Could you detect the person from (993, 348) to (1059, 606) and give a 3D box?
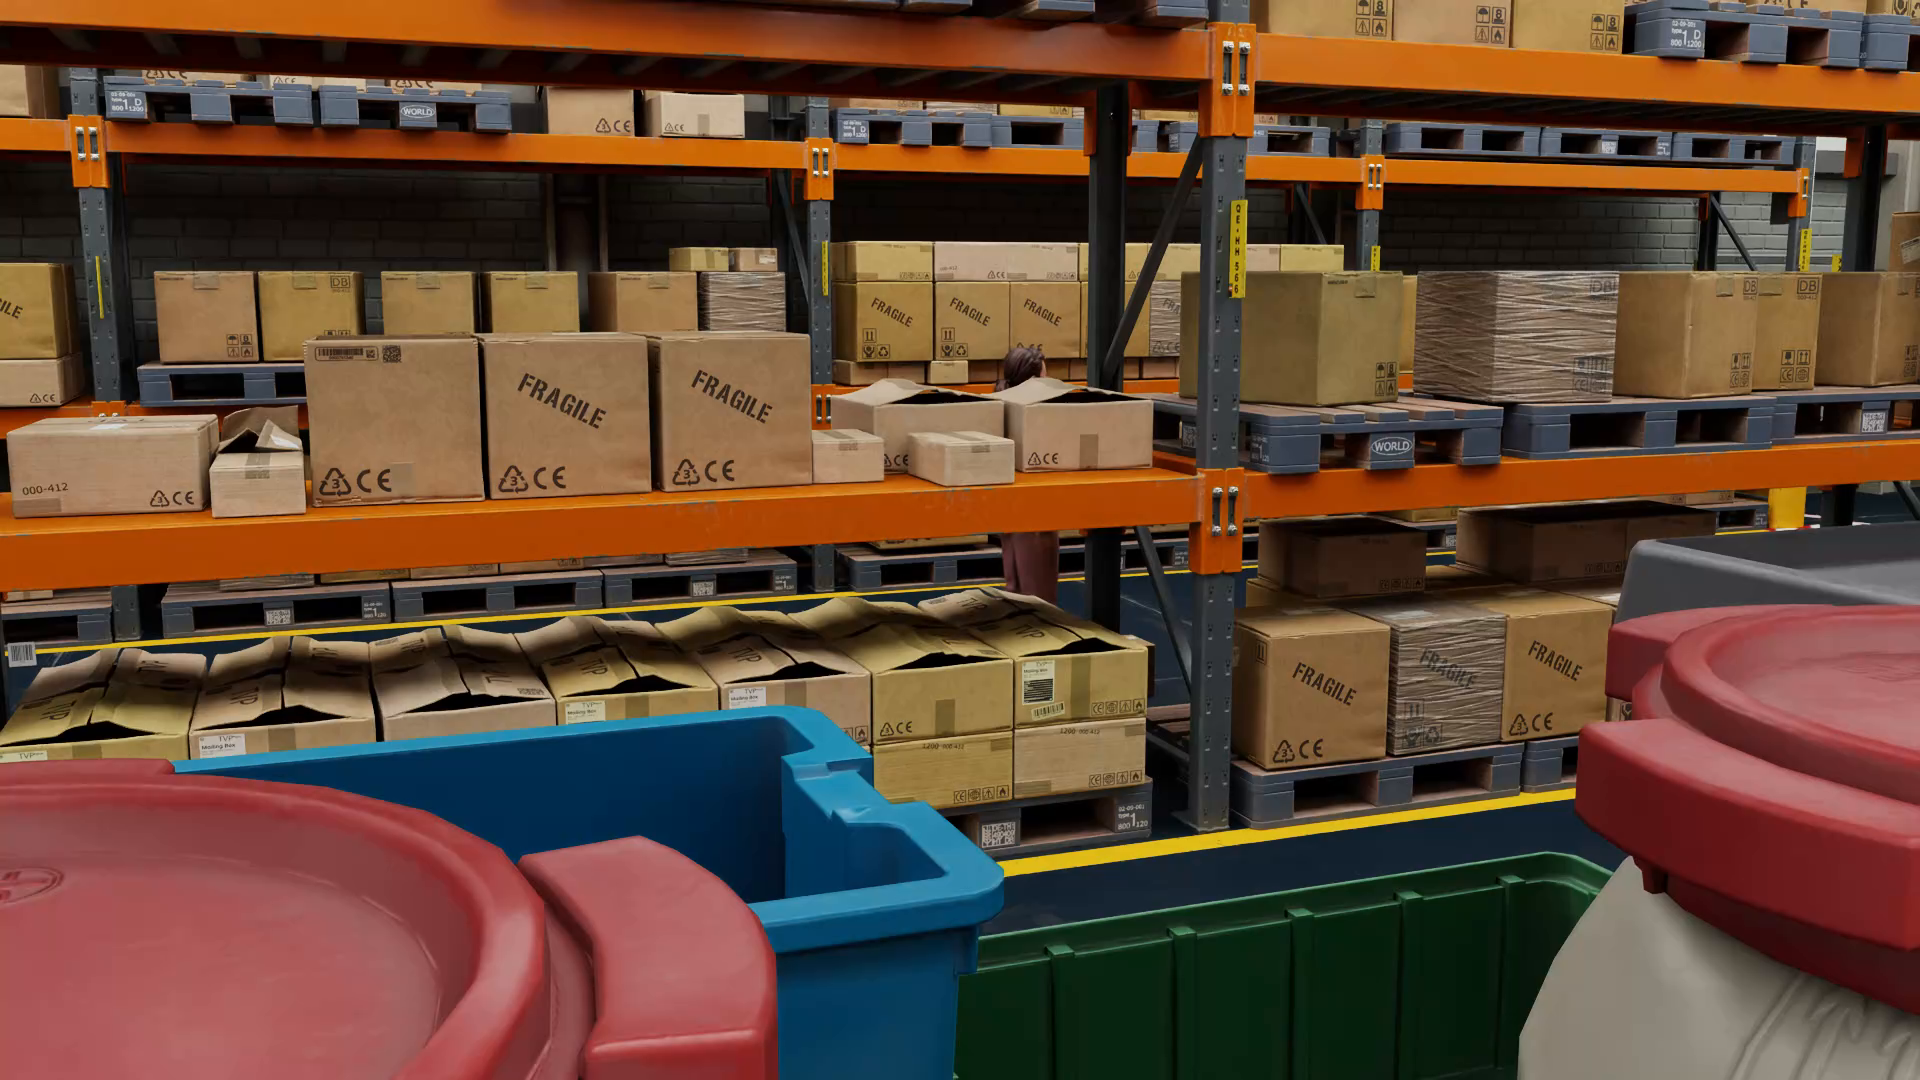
[{"bbox_3d":[0.305,-0.057,7.780,0.356,1.676,0.440,-3,9,-18],"label":"person"}]
